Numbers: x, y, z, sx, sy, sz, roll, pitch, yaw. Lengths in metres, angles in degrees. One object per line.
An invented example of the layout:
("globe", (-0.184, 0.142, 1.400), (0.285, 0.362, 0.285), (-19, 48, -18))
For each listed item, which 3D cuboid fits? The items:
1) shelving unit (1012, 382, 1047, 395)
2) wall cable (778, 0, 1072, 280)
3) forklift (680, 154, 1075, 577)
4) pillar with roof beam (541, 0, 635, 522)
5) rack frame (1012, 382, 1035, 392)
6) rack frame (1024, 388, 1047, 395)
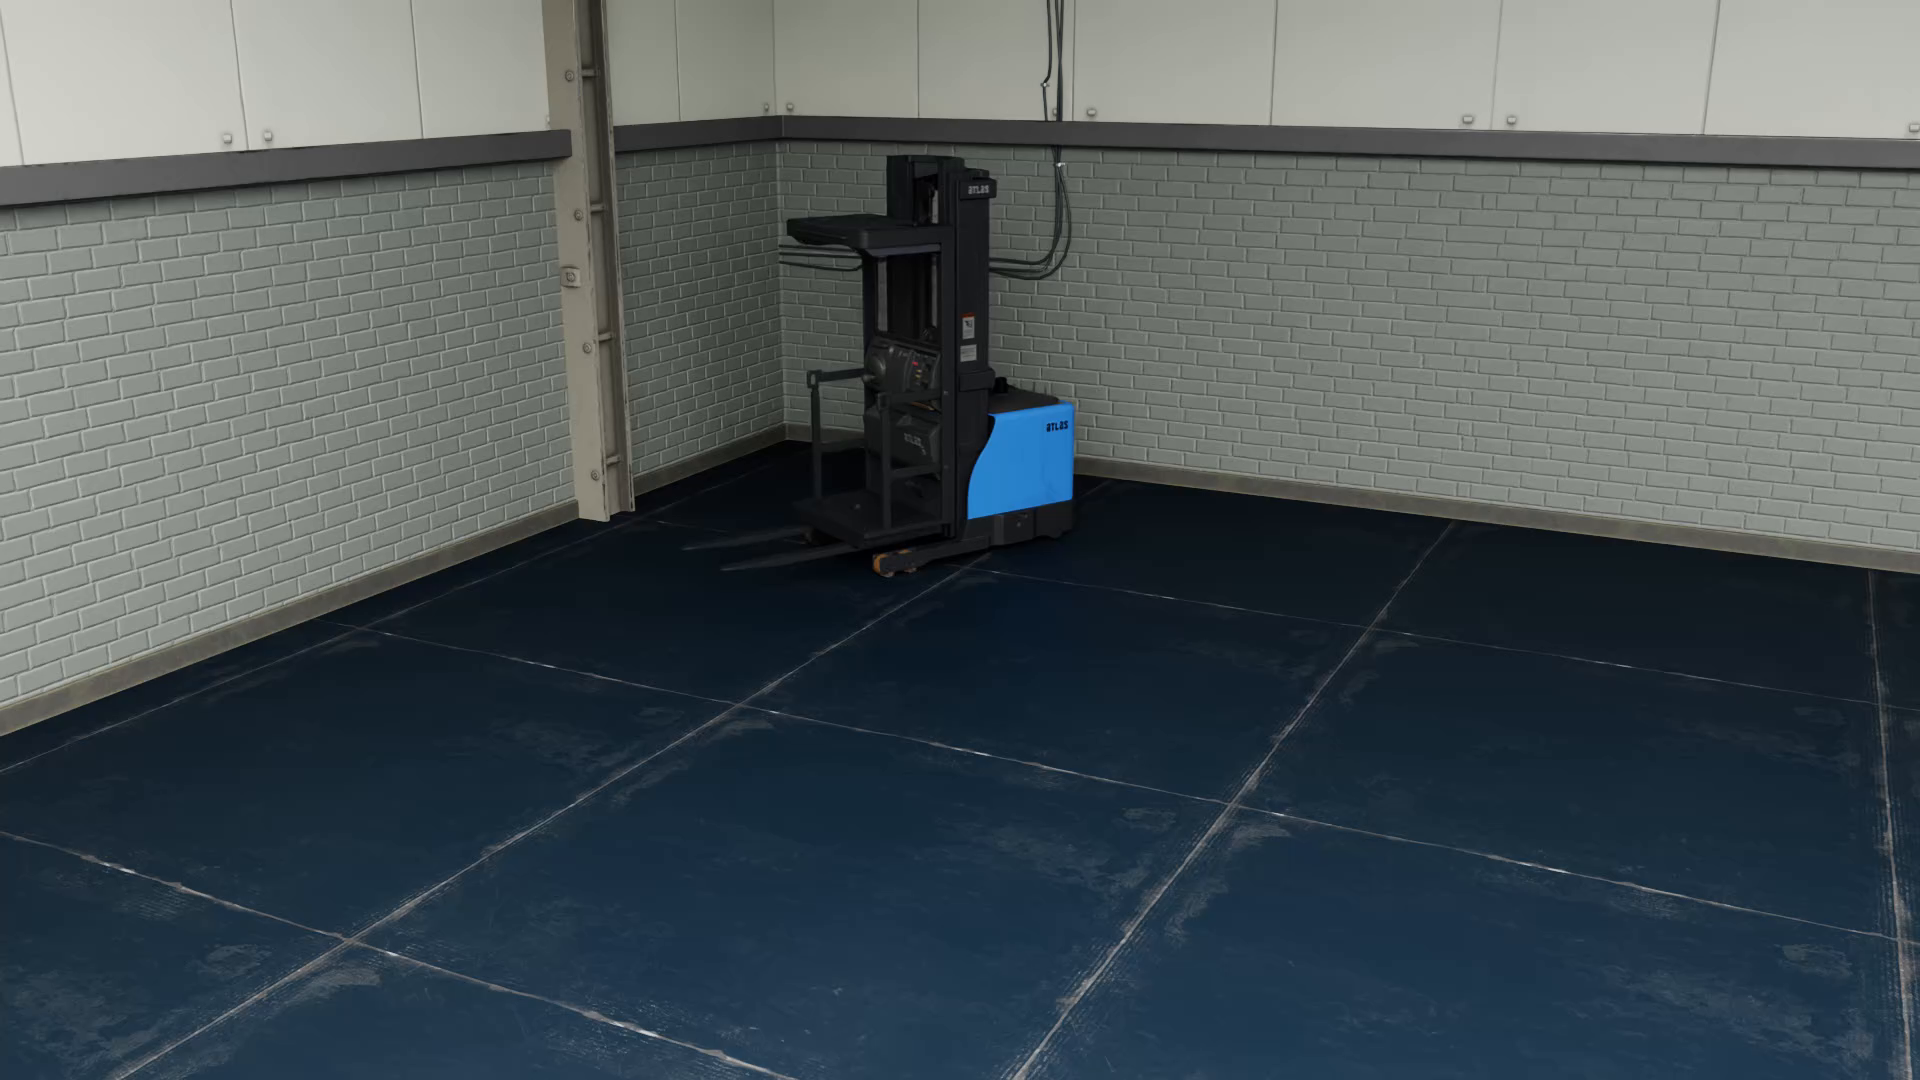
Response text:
("shelving unit", (0.568, -0.757, 13.730), (0.215, 1.050, 0.252), (-6, 18, -19))
("wall cable", (-0.429, -3.625, 14.879), (3.097, 2.526, 0.112), (8, 18, 25))
("forklift", (-0.599, -1.306, 12.273), (3.031, 2.935, 1.130), (-11, 20, -33))
("pillar with roof beam", (0.923, -3.984, 10.633), (9.100, 9.000, 0.400), (8, 18, 25))
("rack frame", (0.526, -0.790, 13.840), (0.200, 1.050, 0.008), (-6, 18, -19))
("rack frame", (0.609, -0.724, 13.620), (0.200, 1.050, 0.008), (-6, 18, -19))
